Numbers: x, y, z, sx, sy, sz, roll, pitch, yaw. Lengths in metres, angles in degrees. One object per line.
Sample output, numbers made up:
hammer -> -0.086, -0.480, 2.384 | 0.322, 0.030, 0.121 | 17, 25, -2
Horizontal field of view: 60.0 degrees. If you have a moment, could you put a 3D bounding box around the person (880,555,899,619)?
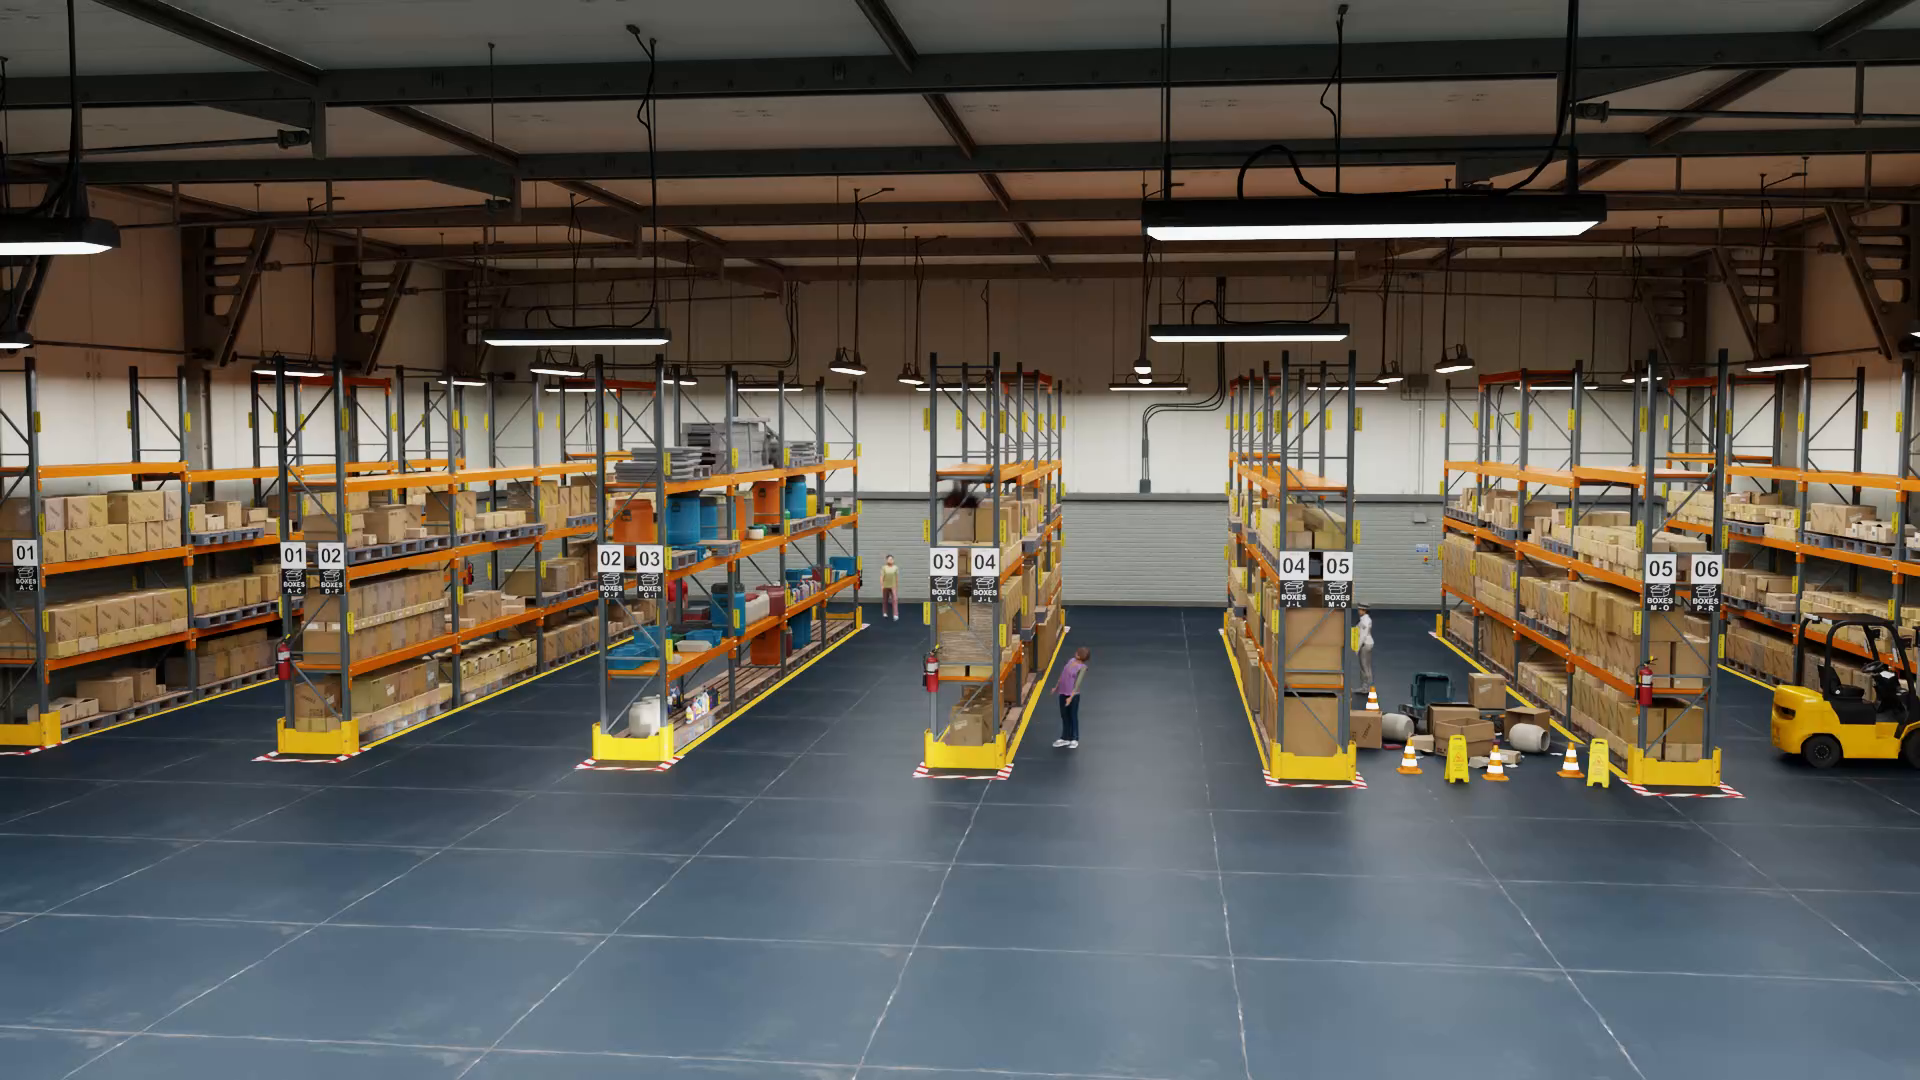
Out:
person -> -1.774, 1.189, 42.175 | 0.477, 1.613, 1.011 | -1, 4, -12

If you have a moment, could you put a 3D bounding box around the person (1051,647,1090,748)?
person -> 1.664, 2.417, 25.614 | 0.573, 1.557, 0.466 | 4, 6, 44

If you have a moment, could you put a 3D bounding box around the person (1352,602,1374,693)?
person -> 7.465, 1.990, 30.726 | 0.358, 1.683, 0.471 | 2, 4, 23

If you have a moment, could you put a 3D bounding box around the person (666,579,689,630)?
person -> -6.408, 1.492, 37.581 | 0.523, 1.680, 0.857 | 0, 4, 3
